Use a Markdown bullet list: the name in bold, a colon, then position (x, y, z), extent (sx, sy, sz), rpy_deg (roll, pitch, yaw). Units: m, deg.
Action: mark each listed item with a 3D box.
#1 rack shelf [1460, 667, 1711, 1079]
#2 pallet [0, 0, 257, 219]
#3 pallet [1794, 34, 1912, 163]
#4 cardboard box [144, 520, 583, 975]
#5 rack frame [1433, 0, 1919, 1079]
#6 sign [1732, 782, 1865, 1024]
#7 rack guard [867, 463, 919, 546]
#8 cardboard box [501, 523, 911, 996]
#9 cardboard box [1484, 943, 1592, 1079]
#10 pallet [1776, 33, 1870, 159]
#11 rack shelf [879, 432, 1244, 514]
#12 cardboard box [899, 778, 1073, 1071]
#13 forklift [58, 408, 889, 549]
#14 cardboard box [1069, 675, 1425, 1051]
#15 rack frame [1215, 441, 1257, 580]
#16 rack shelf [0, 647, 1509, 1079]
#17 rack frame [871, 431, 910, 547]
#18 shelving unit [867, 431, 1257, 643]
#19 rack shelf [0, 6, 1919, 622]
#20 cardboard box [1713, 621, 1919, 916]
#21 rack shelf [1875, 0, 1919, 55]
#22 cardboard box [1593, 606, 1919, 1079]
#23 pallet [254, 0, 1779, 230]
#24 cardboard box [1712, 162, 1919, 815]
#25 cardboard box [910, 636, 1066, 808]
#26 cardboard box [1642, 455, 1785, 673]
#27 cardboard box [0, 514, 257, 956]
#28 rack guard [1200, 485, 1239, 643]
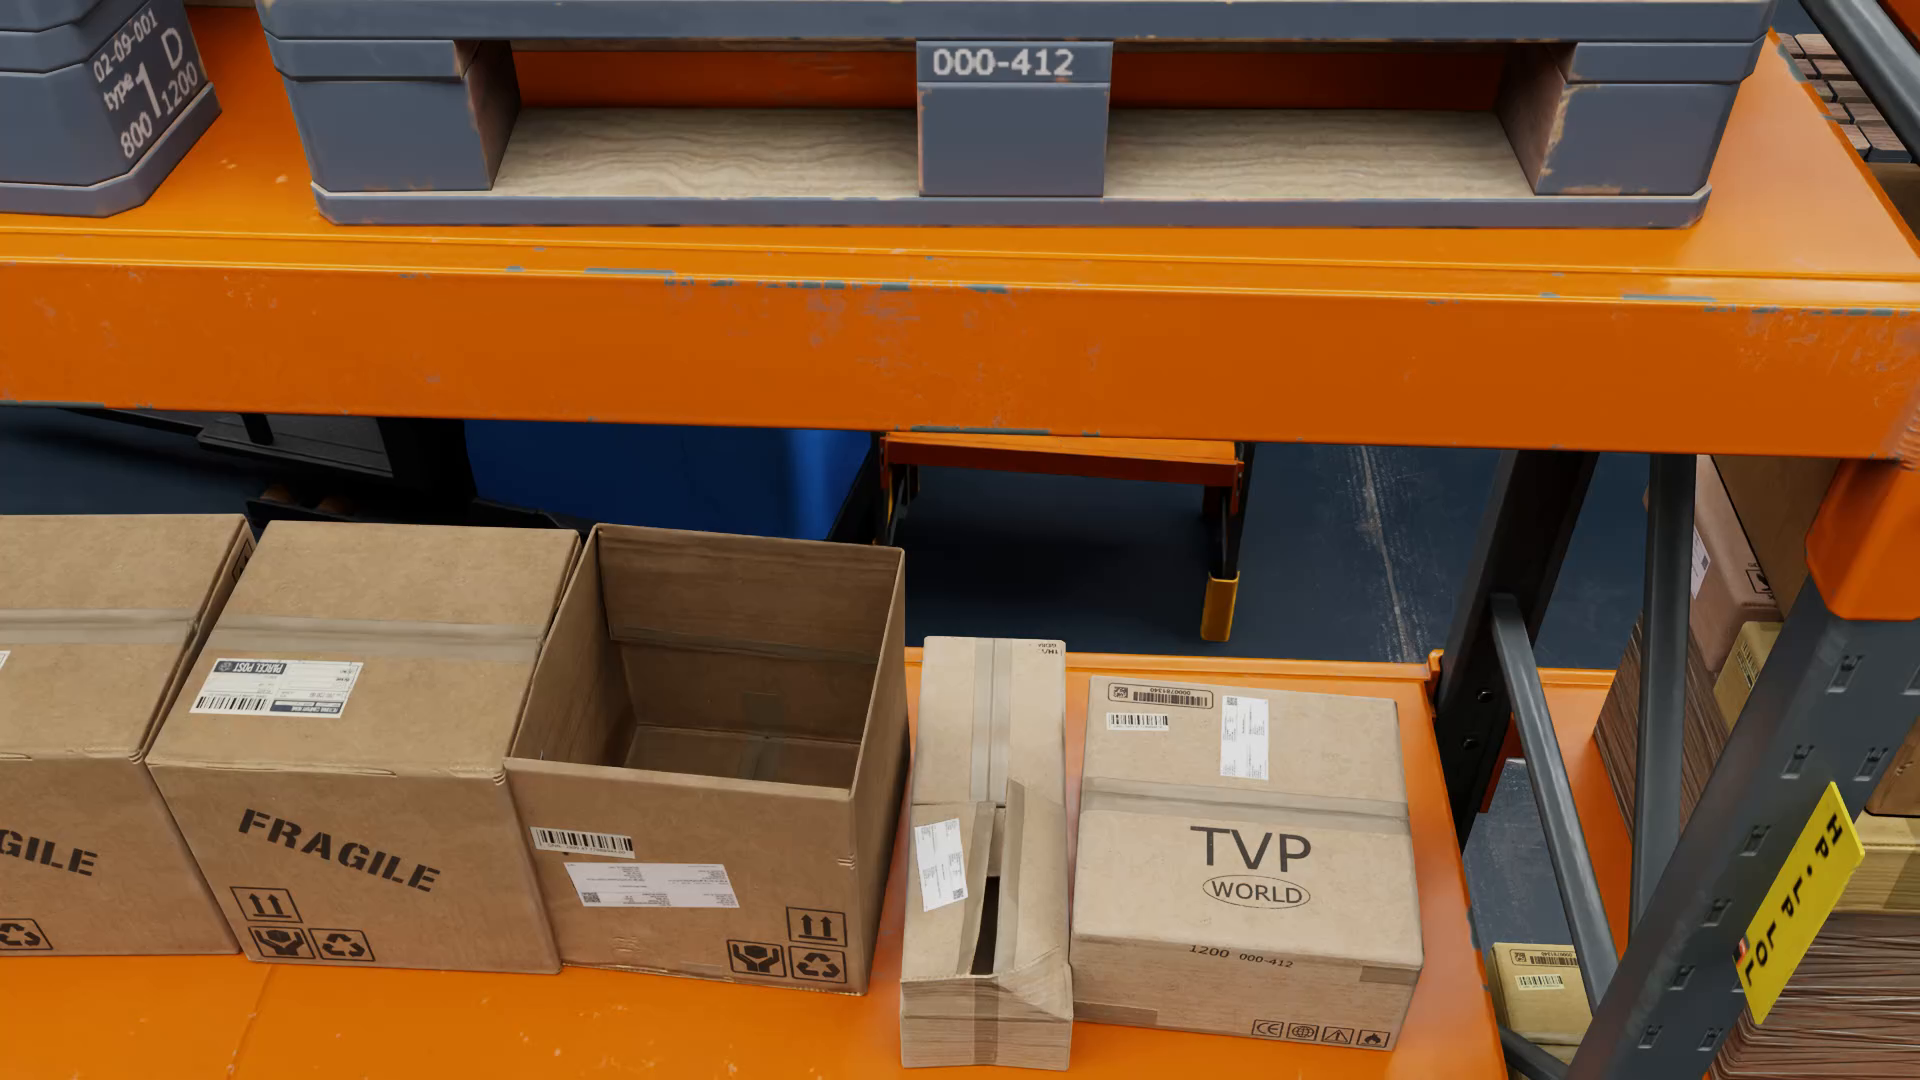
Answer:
- **rack shelf**: position (2.927, 0.752, 2.770), extent (4.000, 0.370, 1.077), rpy_deg (2, 43, 2)
- **pallet**: position (-1.267, -0.732, 1.773), extent (1.213, 0.211, 1.003), rpy_deg (4, 43, 4)
- **pallet**: position (4.263, -1.801, 7.029), extent (1.213, 0.211, 1.003), rpy_deg (2, 43, 2)
- **cardboard box**: position (-0.864, 0.324, 2.628), extent (0.500, 0.500, 0.500), rpy_deg (2, 43, 2)
- **rack frame**: position (0.929, 0.427, 2.591), extent (0.127, 3.000, 1.000), rpy_deg (2, 43, 2)
- **sign**: position (0.915, 0.402, 1.826), extent (0.005, 0.325, 0.100), rpy_deg (2, 43, 2)
- **rack guard**: position (-0.203, -0.061, 5.132), extent (0.087, 0.250, 0.587), rpy_deg (4, 43, 4)
- **cardboard box**: position (-0.363, 0.340, 2.611), extent (0.500, 0.500, 0.500), rpy_deg (5, 43, 5)
- **cardboard box**: position (1.402, 1.145, 3.529), extent (0.500, 0.250, 0.500), rpy_deg (2, 43, 2)
- **pallet**: position (3.047, -1.841, 7.071), extent (1.213, 0.211, 1.003), rpy_deg (2, 43, 2)
- **rack shelf**: position (0.301, -0.350, 4.789), extent (1.000, 0.185, 0.538), rpy_deg (4, 43, 4)
- **cardboard box**: position (0.043, 0.574, 2.531), extent (0.258, 0.266, 0.396), rpy_deg (1, 43, 1)
- **forklift**: position (-1.728, -1.386, 4.588), extent (3.031, 2.935, 1.130), rpy_deg (11, 44, 11)
- **cardboard box**: position (0.435, 0.497, 2.626), extent (0.500, 0.250, 0.500), rpy_deg (4, 43, 5)
- **rack frame**: position (0.806, -0.444, 4.627), extent (0.032, 1.500, 0.500), rpy_deg (4, 43, 4)
- **rack shelf**: position (-1.069, 0.629, 2.902), extent (4.000, 0.370, 1.077), rpy_deg (2, 43, 2)
- **rack frame**: position (-0.205, -0.518, 4.706), extent (0.032, 1.500, 0.500), rpy_deg (4, 43, 4)
- **shelving unit**: position (0.292, -0.482, 4.667), extent (1.083, 1.500, 0.587), rpy_deg (4, 43, 4)
- **rack shelf**: position (-1.069, -0.469, 1.879), extent (4.000, 0.370, 1.077), rpy_deg (2, 43, 2)
- **cardboard box**: position (1.189, 0.293, 2.185), extent (0.250, 0.149, 0.380), rpy_deg (2, 43, 2)
- **rack shelf**: position (2.927, -0.346, 1.748), extent (4.000, 0.370, 1.077), rpy_deg (2, 43, 2)
- **cardboard box**: position (1.373, 0.400, 2.547), extent (0.500, 0.500, 0.700), rpy_deg (1, 43, 1)
- **pallet**: position (0.048, -0.619, 1.653), extent (1.217, 0.209, 0.805), rpy_deg (0, 43, 0)
- **cardboard box**: position (1.373, -0.075, 2.104), extent (0.500, 0.500, 0.700), rpy_deg (2, 43, 2)
- **cardboard box**: position (0.053, 0.353, 2.855), extent (0.250, 0.149, 0.380), rpy_deg (2, 43, 2)
- **cardboard box**: position (1.211, 0.016, 2.483), extent (0.250, 0.149, 0.380), rpy_deg (2, 43, 2)
- **cardboard box**: position (-1.390, 0.308, 2.645), extent (0.500, 0.500, 0.500), rpy_deg (0, 43, 0)
- **rack guard**: position (0.787, 0.012, 5.054), extent (0.087, 0.250, 0.587), rpy_deg (4, 43, 4)
